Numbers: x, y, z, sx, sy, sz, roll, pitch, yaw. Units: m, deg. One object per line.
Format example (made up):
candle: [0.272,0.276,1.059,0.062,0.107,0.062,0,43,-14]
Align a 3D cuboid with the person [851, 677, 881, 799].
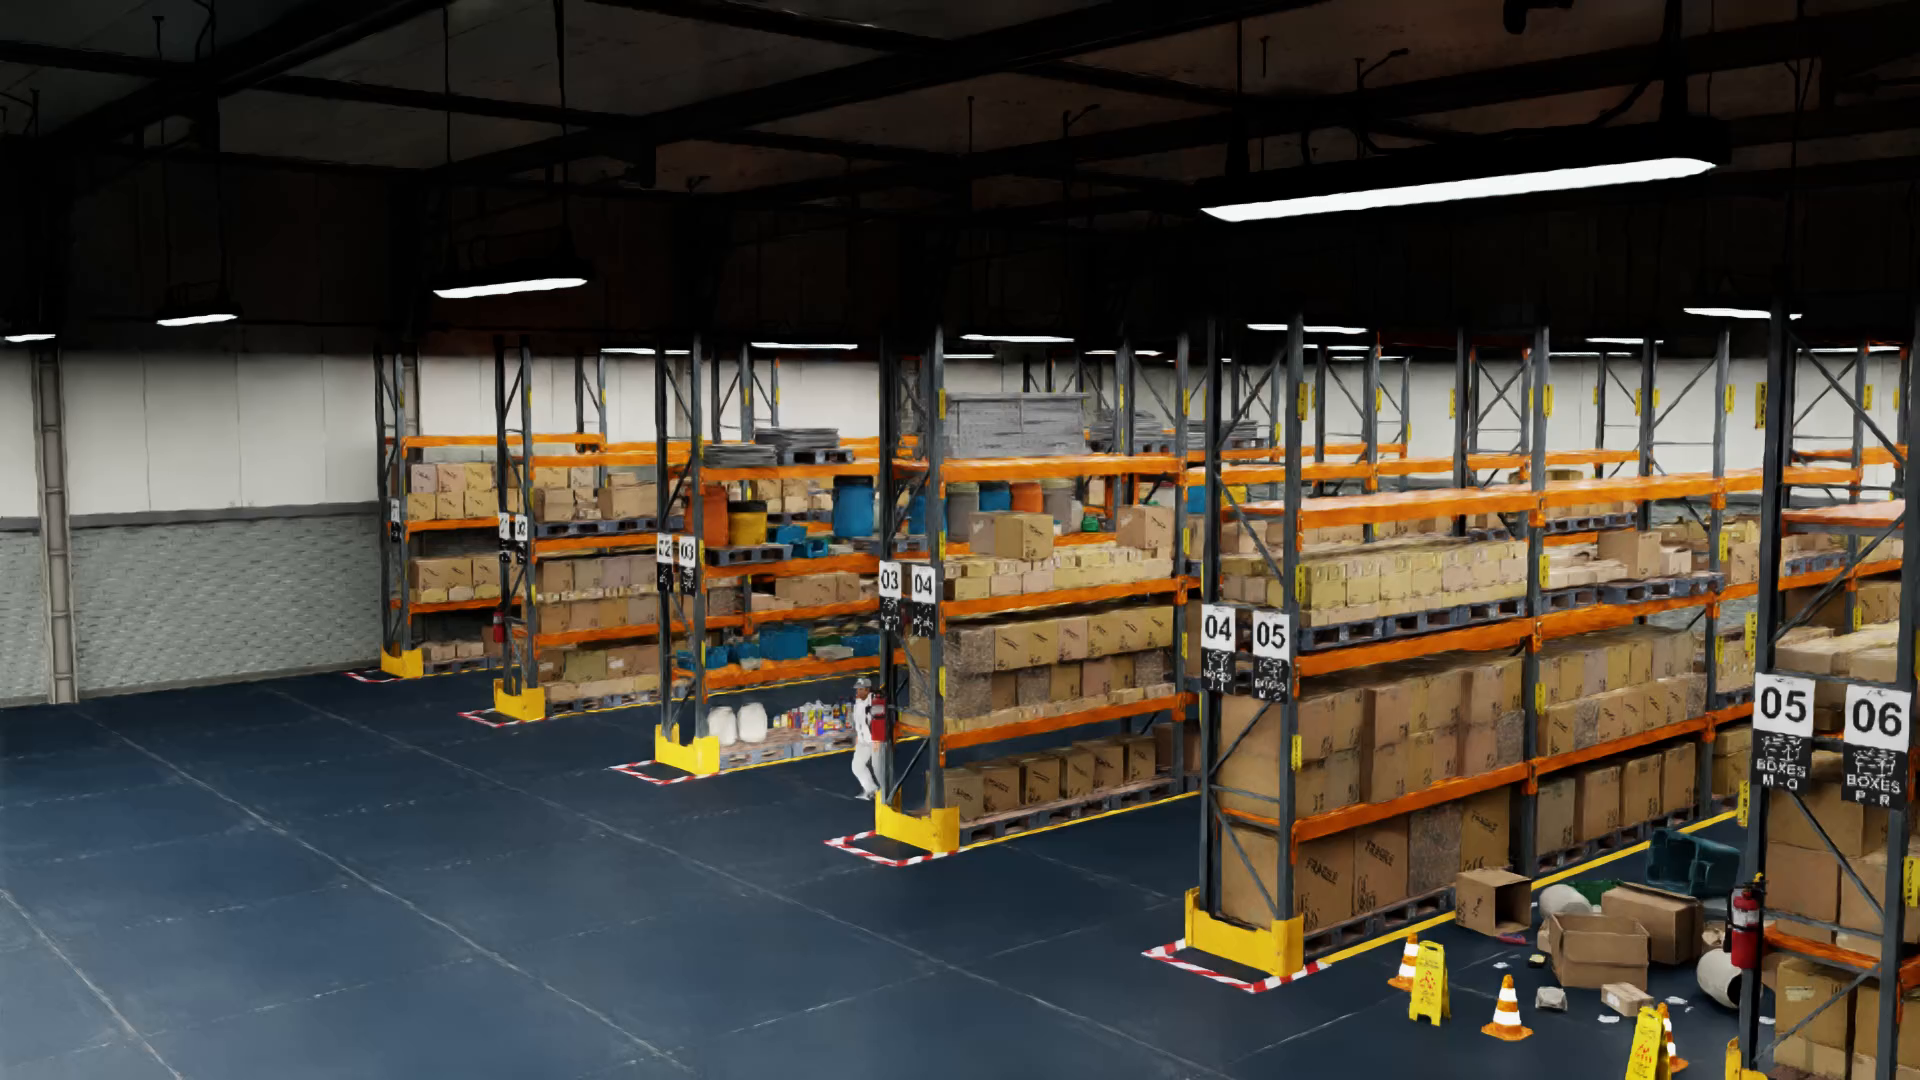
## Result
person: [-1.110,2.488,20.700,0.582,1.611,0.625,-5,7,-43]
